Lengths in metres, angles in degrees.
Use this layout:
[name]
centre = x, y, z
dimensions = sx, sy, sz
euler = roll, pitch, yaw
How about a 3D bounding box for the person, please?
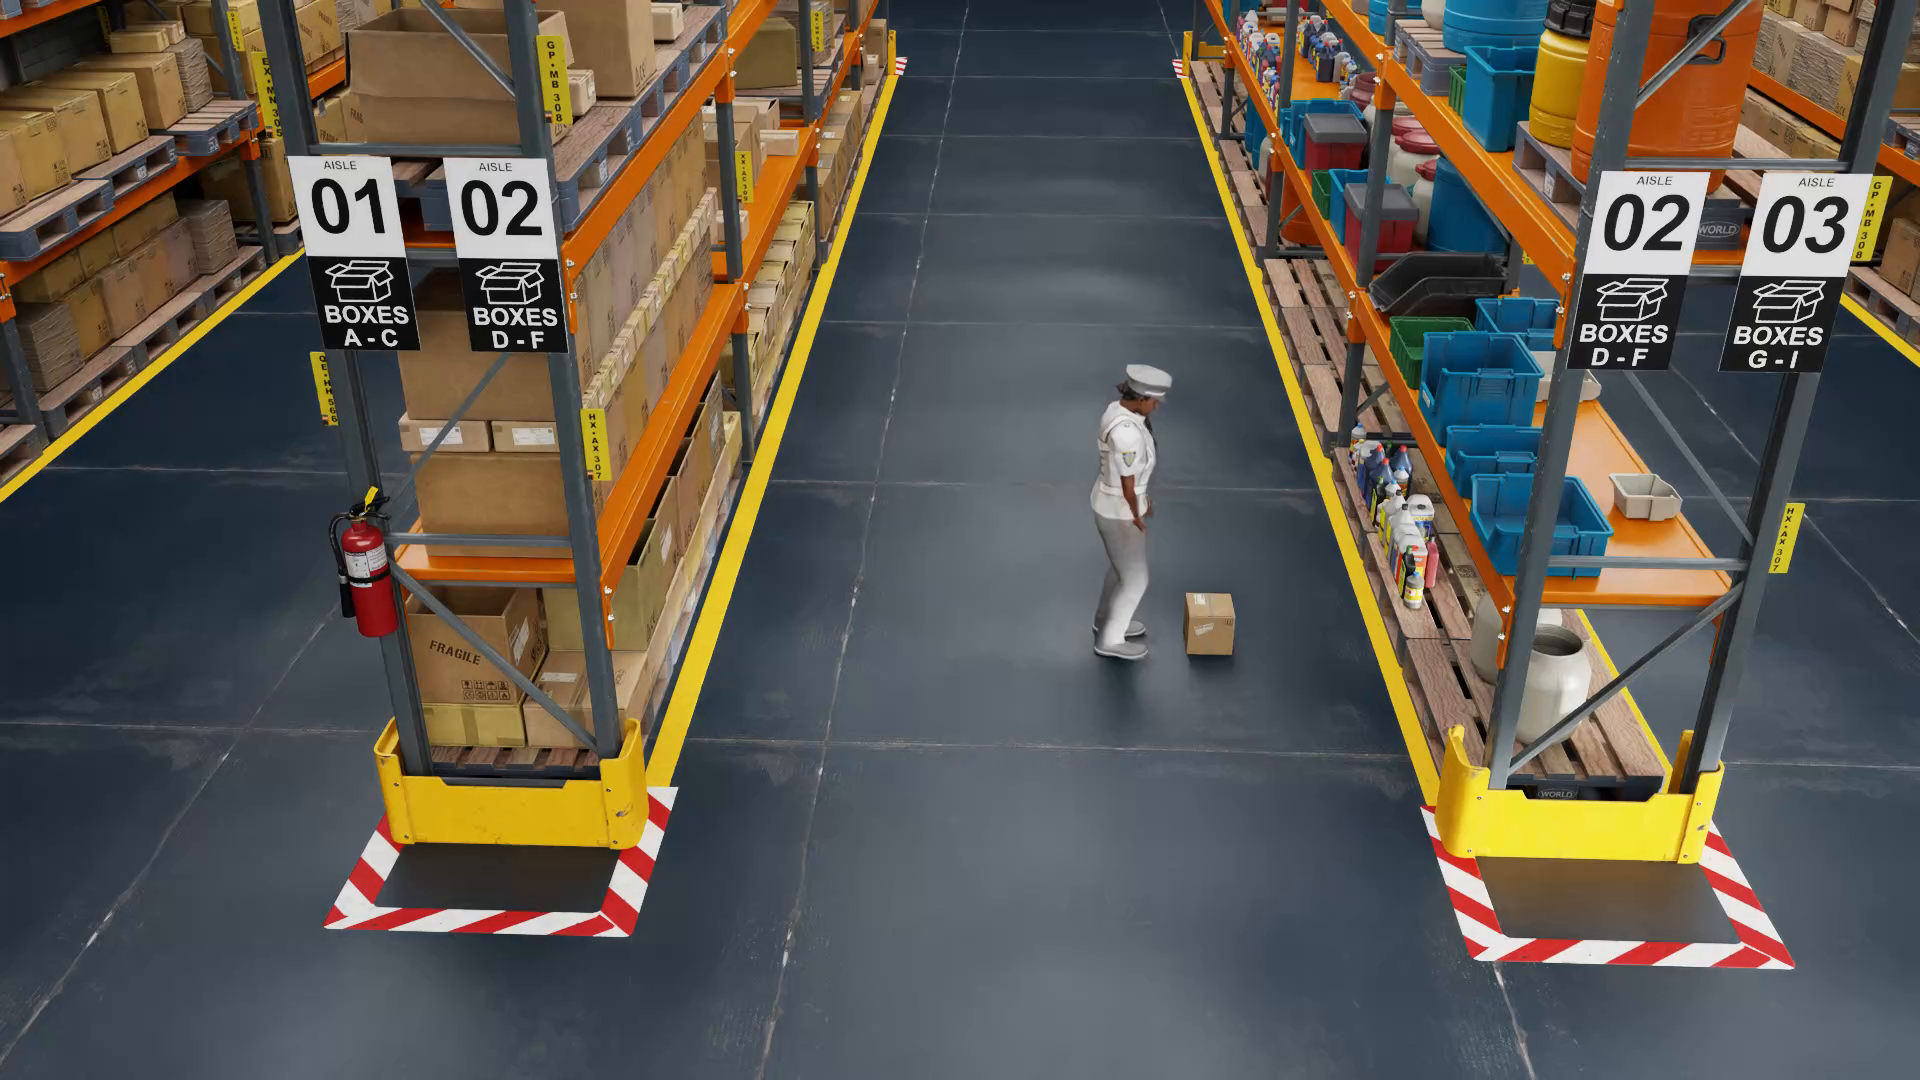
[person]
centre = 0.899, -0.157, 8.959
dimensions = 0.394, 1.634, 0.448
euler = 2, 28, 3
